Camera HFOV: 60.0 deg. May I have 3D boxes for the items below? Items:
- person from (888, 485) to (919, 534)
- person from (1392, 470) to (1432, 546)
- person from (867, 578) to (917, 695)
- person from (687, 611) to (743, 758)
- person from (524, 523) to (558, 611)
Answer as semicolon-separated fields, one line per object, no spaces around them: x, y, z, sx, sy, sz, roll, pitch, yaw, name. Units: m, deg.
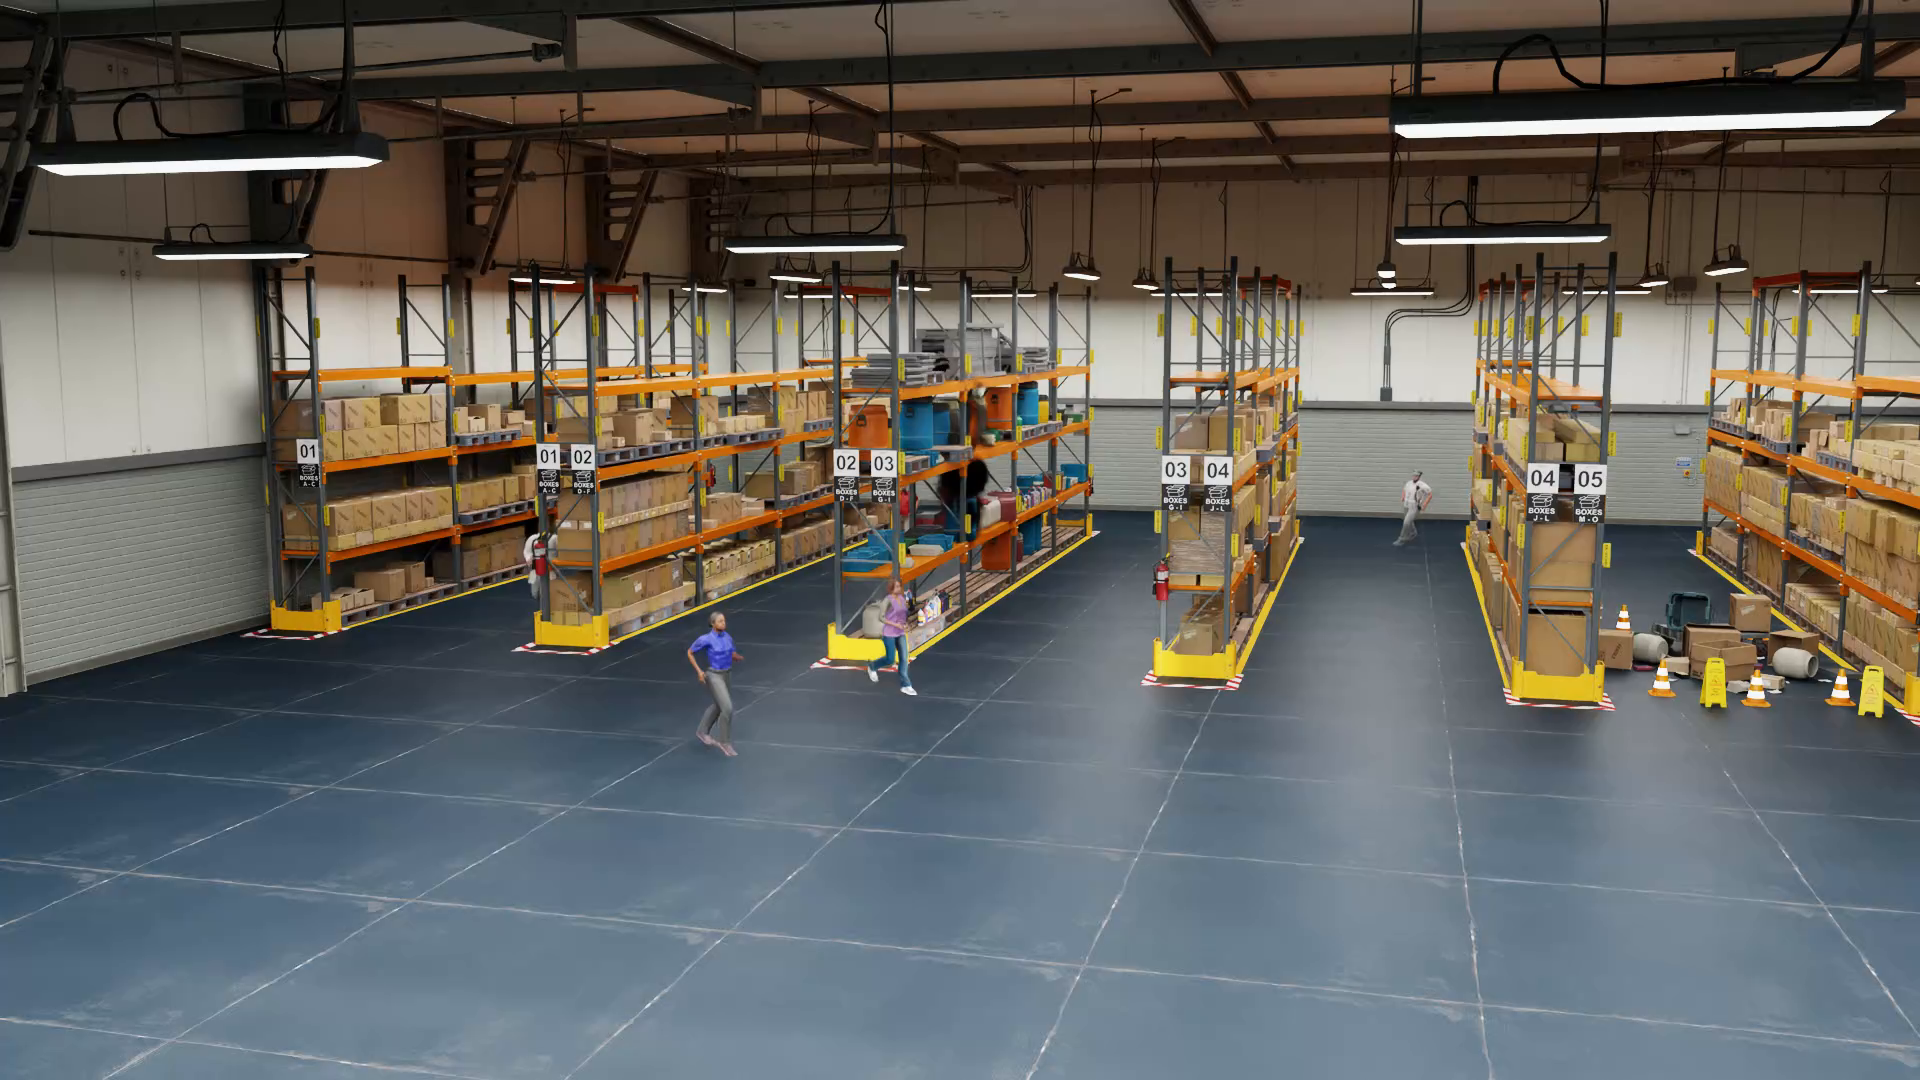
-1.229;-0.417;35.861;0.659;1.740;0.965;0;7;2;person
10.477;-0.761;38.548;0.954;1.769;0.746;-5;9;-33;person
-0.927;1.313;22.911;0.865;1.592;0.555;6;9;40;person
-2.874;1.697;19.682;0.770;1.719;0.546;4;8;29;person
-7.142;0.518;28.582;0.709;1.735;0.757;0;7;2;person
